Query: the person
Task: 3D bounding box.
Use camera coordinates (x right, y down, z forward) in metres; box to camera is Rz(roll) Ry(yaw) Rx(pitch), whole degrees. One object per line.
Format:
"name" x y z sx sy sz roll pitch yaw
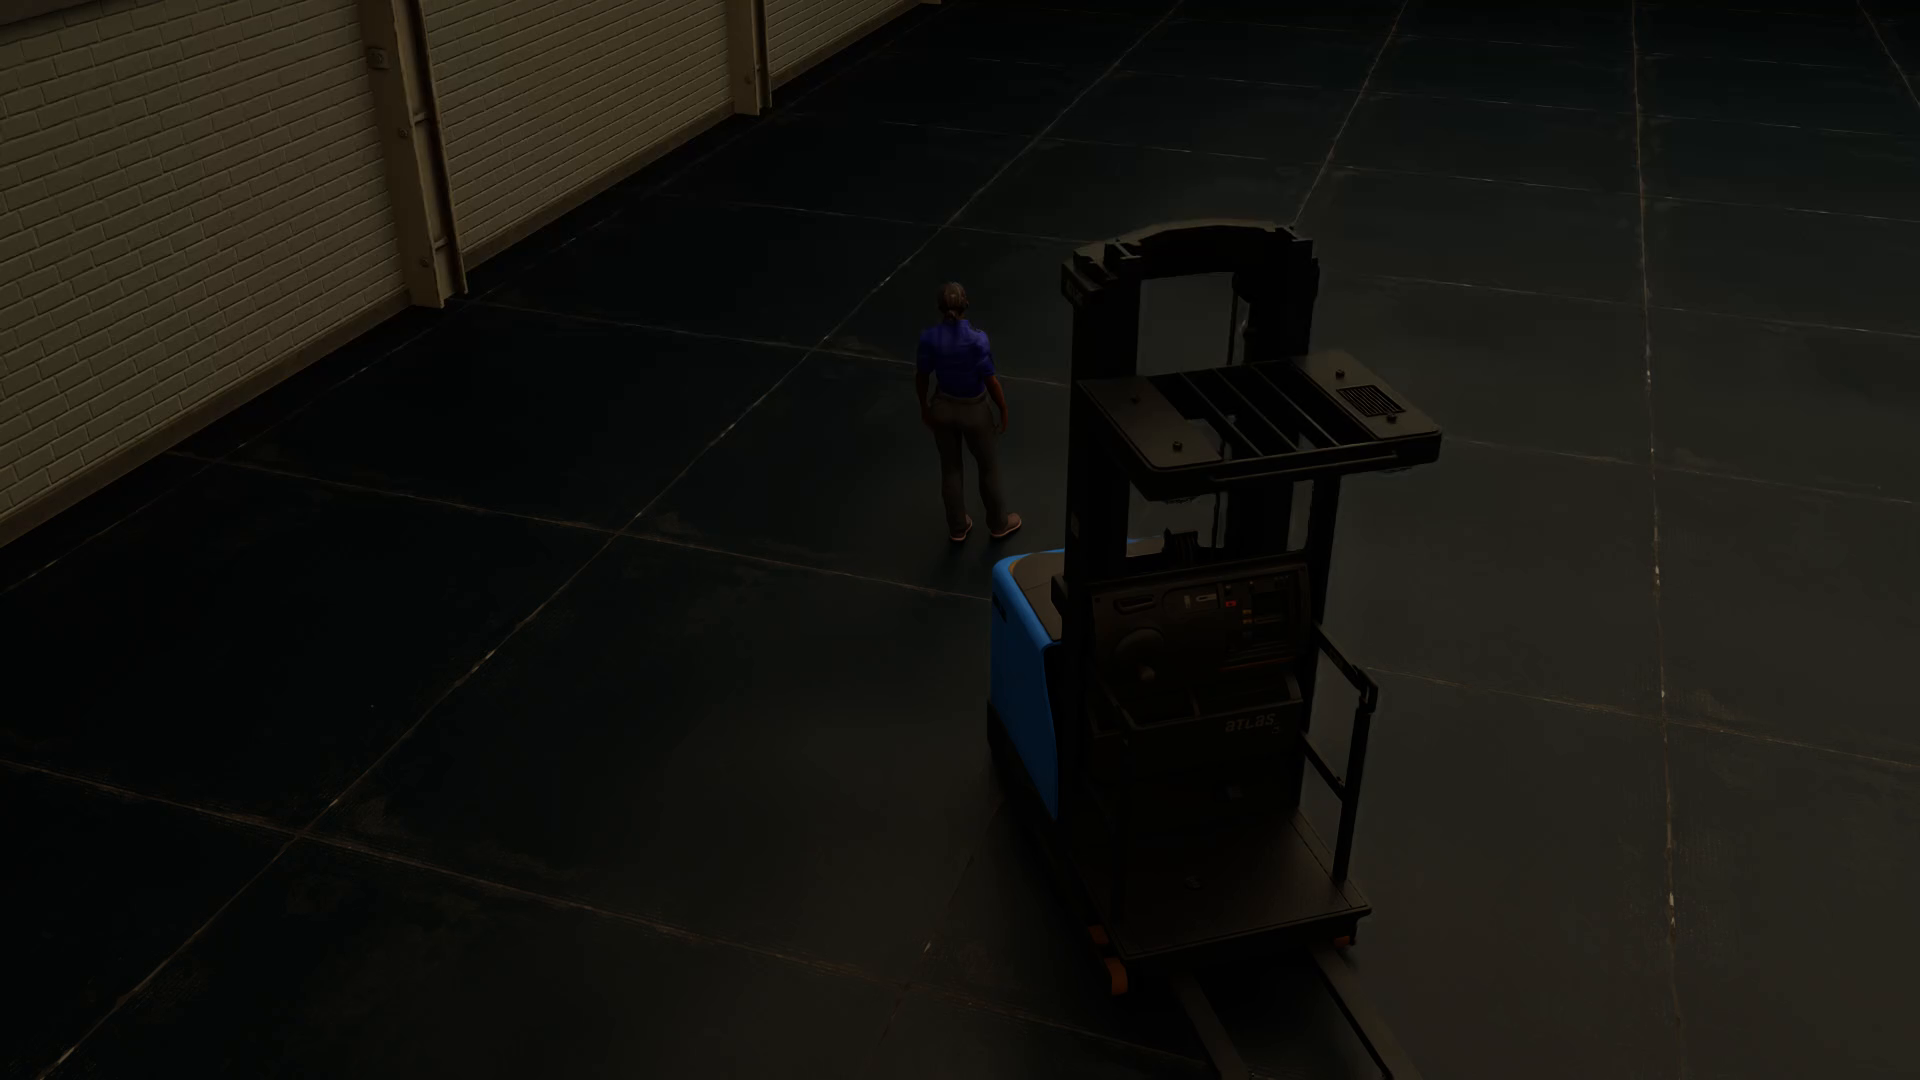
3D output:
"person" 0.047 -0.763 9.749 0.569 1.656 0.503 10 31 16

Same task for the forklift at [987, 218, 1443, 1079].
"forklift" 1.029 0.379 6.472 1.130 2.935 3.031 -8 31 -14
